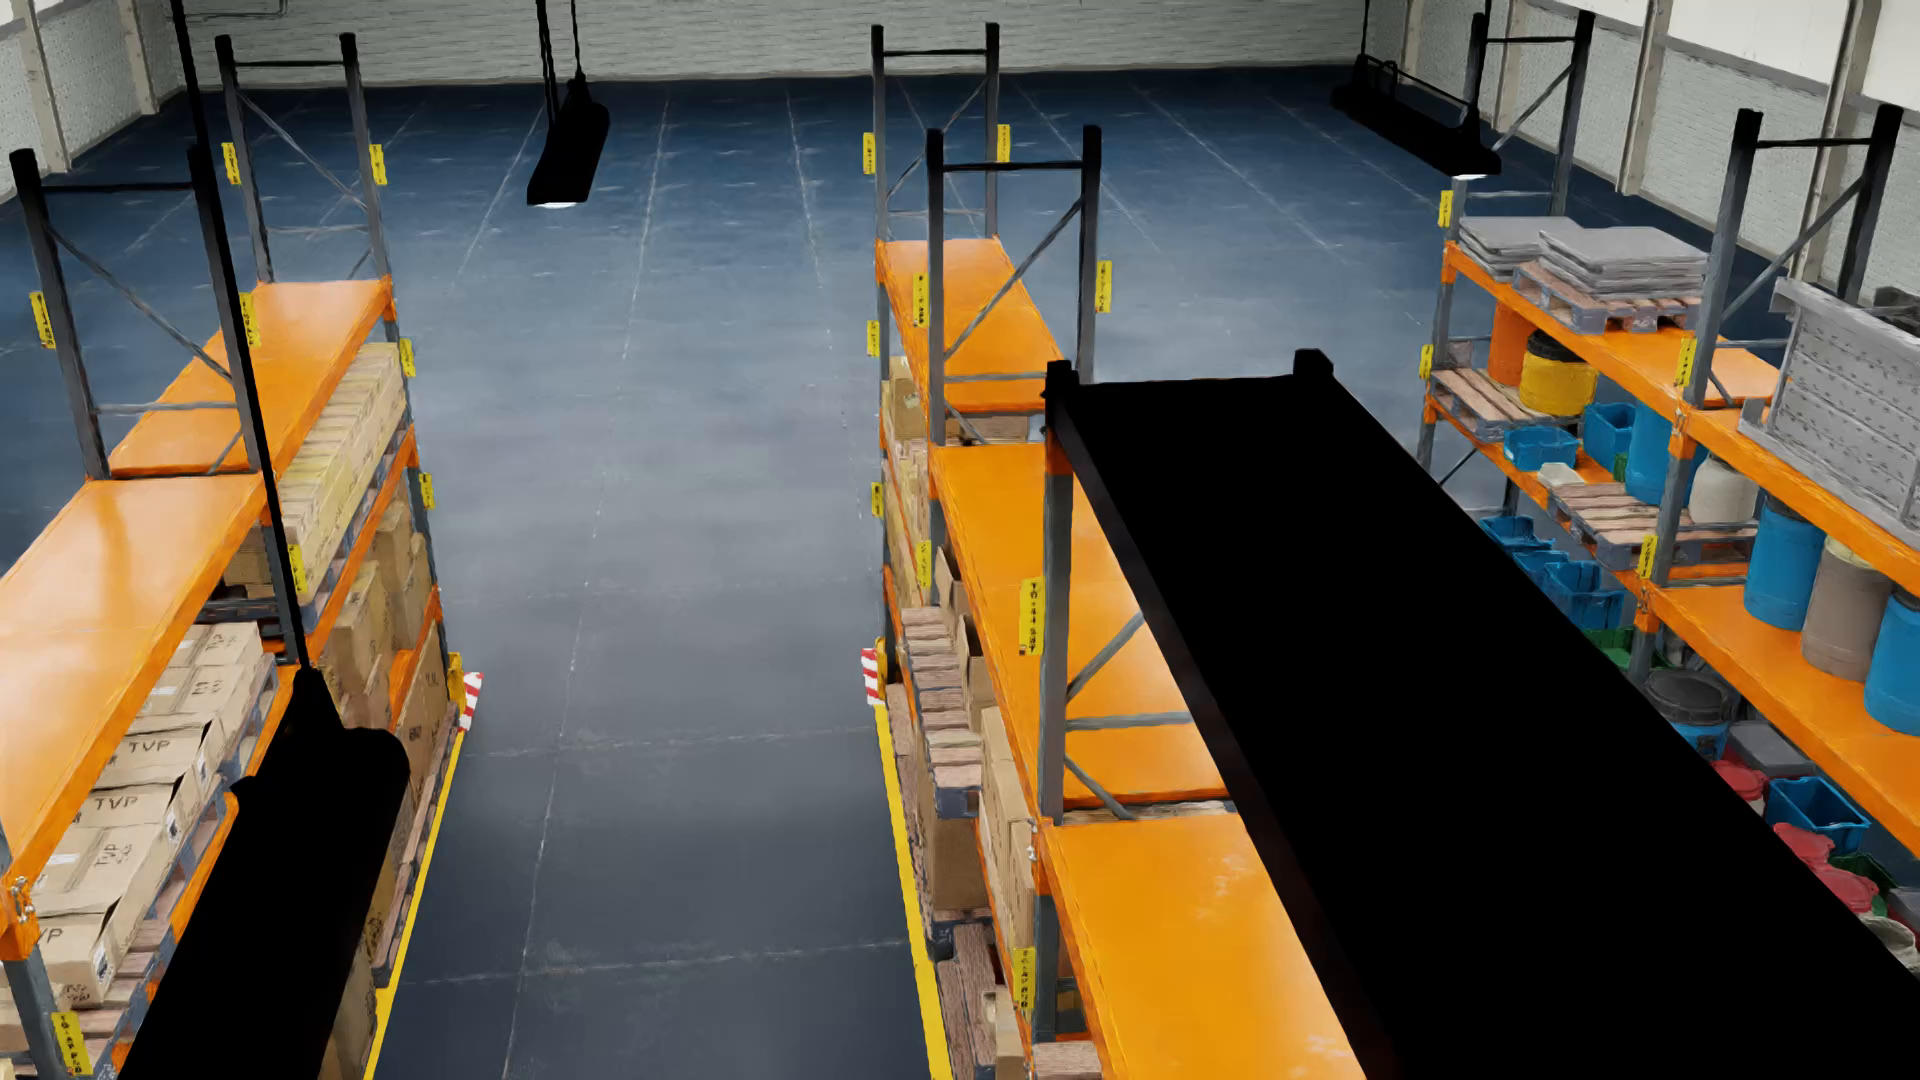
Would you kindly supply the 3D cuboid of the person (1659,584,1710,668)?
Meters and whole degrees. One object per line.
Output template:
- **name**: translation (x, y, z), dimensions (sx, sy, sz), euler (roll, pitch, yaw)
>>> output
- **person**: translation (6.468, 0.837, 14.934), dimensions (0.410, 1.529, 0.957), euler (2, 26, 3)
